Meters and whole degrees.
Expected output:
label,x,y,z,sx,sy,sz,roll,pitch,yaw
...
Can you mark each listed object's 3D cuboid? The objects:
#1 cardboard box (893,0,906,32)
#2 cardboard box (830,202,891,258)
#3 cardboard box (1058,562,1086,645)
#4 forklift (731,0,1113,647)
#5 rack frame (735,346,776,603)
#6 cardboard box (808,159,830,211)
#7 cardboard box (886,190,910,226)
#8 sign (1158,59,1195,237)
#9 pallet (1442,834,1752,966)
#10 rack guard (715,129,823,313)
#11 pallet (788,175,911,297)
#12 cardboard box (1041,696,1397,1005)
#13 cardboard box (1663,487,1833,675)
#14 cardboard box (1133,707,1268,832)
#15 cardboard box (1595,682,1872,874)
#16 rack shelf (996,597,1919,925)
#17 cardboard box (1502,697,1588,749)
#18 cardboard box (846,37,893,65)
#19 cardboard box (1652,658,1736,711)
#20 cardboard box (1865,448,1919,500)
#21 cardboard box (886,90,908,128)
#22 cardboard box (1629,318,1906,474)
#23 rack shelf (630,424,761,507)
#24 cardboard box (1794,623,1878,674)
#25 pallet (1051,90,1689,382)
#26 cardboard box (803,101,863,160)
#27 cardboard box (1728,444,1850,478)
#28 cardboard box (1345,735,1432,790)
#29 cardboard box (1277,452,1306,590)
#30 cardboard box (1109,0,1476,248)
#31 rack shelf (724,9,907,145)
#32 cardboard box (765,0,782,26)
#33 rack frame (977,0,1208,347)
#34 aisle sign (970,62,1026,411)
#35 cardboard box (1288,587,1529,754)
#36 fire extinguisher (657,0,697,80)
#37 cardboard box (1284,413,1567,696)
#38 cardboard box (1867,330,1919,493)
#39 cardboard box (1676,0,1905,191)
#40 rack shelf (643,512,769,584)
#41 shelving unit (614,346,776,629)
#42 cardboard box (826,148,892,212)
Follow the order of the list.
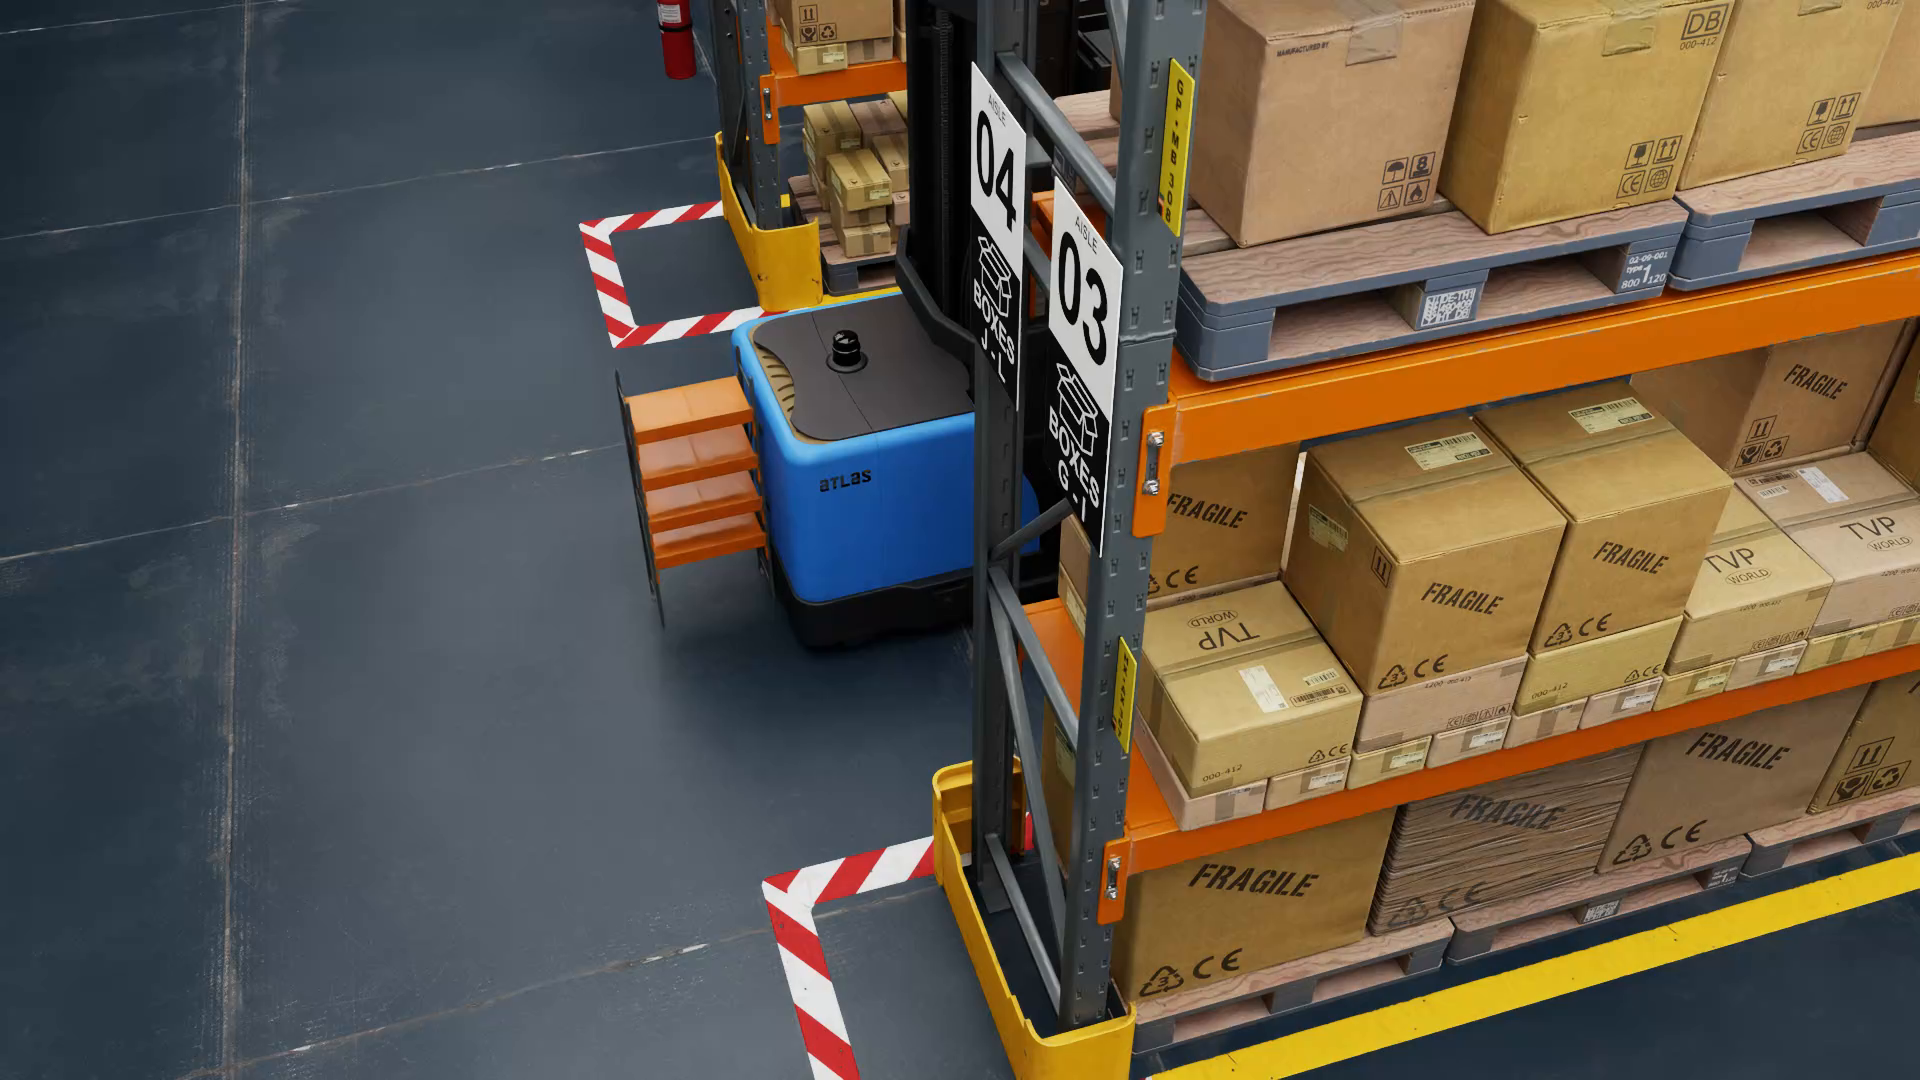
label,x,y,z,sx,sy,sz,roll,pitch,yaw
cardboard box,-0.131,-2.923,8.363,0.500,0.500,0.500,-12,42,-13
cardboard box,-0.549,-1.723,9.140,0.250,0.149,0.380,-11,42,-12
cardboard box,0.490,0.214,5.265,0.250,0.149,0.380,-11,42,-12
forklift,0.593,-1.243,6.794,3.031,2.935,1.130,-13,43,-15
rack frame,-0.855,-0.253,6.977,0.015,1.200,0.240,-13,43,-15
cardboard box,-0.705,-2.055,9.520,0.250,0.149,0.380,-11,42,-12
cardboard box,-0.290,-1.894,9.109,0.250,0.149,0.380,-12,43,-13
sign,0.410,-0.743,3.165,0.005,0.325,0.100,-12,42,-13
pallet,2.150,1.001,6.294,1.213,0.211,1.003,-12,42,-13
rack guard,-1.072,-1.810,9.291,0.348,0.500,1.175,-12,42,-13
pallet,-0.287,-1.839,9.544,1.213,0.211,1.003,-12,42,-13
cardboard box,0.835,0.862,5.629,0.875,0.875,0.875,-12,42,-13
cardboard box,2.258,0.105,5.087,0.500,0.250,0.500,-12,43,-14
cardboard box,0.687,0.628,4.792,0.250,0.149,0.380,-11,42,-13
cardboard box,2.552,0.506,6.036,0.875,0.875,0.875,-12,42,-13
rack shelf,2.156,0.272,5.555,4.000,0.370,1.077,-12,42,-13
cardboard box,1.666,0.424,5.025,0.250,0.149,0.380,-12,43,-14
cardboard box,-0.507,-2.576,8.459,0.250,0.149,0.380,-10,42,-12
cardboard box,2.153,0.323,5.141,0.250,0.149,0.380,-13,43,-14
cardboard box,3.229,-0.094,5.315,0.500,0.250,0.500,-10,42,-12
cardboard box,-0.250,-2.453,9.523,0.250,0.149,0.380,-13,43,-14
cardboard box,2.564,-0.599,5.324,0.500,0.500,0.500,-13,43,-14
rack shelf,-1.085,-0.317,6.813,0.480,0.148,0.258,-13,43,-15
cardboard box,2.646,0.221,5.258,0.250,0.149,0.380,-12,43,-14
pallet,0.953,-0.853,4.083,1.213,0.211,1.003,-12,42,-13
cardboard box,-0.716,-2.308,9.357,0.250,0.149,0.380,-11,42,-13
cardboard box,2.569,-0.320,5.574,0.500,0.250,0.500,-11,42,-12
cardboard box,1.175,0.526,4.909,0.250,0.149,0.380,-13,43,-14
cardboard box,1.115,-0.021,5.232,0.500,0.250,0.500,-12,43,-14
cardboard box,0.729,-1.103,3.831,0.500,0.500,0.700,-14,43,-16
rack shelf,0.763,-2.860,9.140,4.000,0.370,1.077,-12,42,-13
cardboard box,-0.919,-2.883,8.811,0.250,0.149,0.380,-12,42,-13
rack frame,0.249,-1.863,2.892,0.127,3.000,1.000,-12,42,-13
aisle sign,0.090,-0.756,4.210,0.004,0.787,0.394,-12,42,-13
cardboard box,1.282,0.309,4.854,0.500,0.250,0.500,-12,43,-14
fire extinguisher,-1.524,-2.806,8.874,0.183,0.674,0.296,-12,42,-13
cardboard box,1.265,0.034,4.598,0.500,0.500,0.500,-13,43,-14
cardboard box,3.227,-0.377,5.069,0.500,0.500,0.500,-11,42,-13
cardboard box,1.780,-1.271,4.023,0.500,0.500,0.700,-14,43,-16
rack shelf,-1.085,0.001,7.090,0.480,0.148,0.258,-13,43,-15
shelving unit,-1.085,-0.199,6.916,0.503,1.200,0.258,-13,43,-15
cardboard box,-0.543,-1.935,8.930,0.250,0.149,0.380,-14,43,-15
